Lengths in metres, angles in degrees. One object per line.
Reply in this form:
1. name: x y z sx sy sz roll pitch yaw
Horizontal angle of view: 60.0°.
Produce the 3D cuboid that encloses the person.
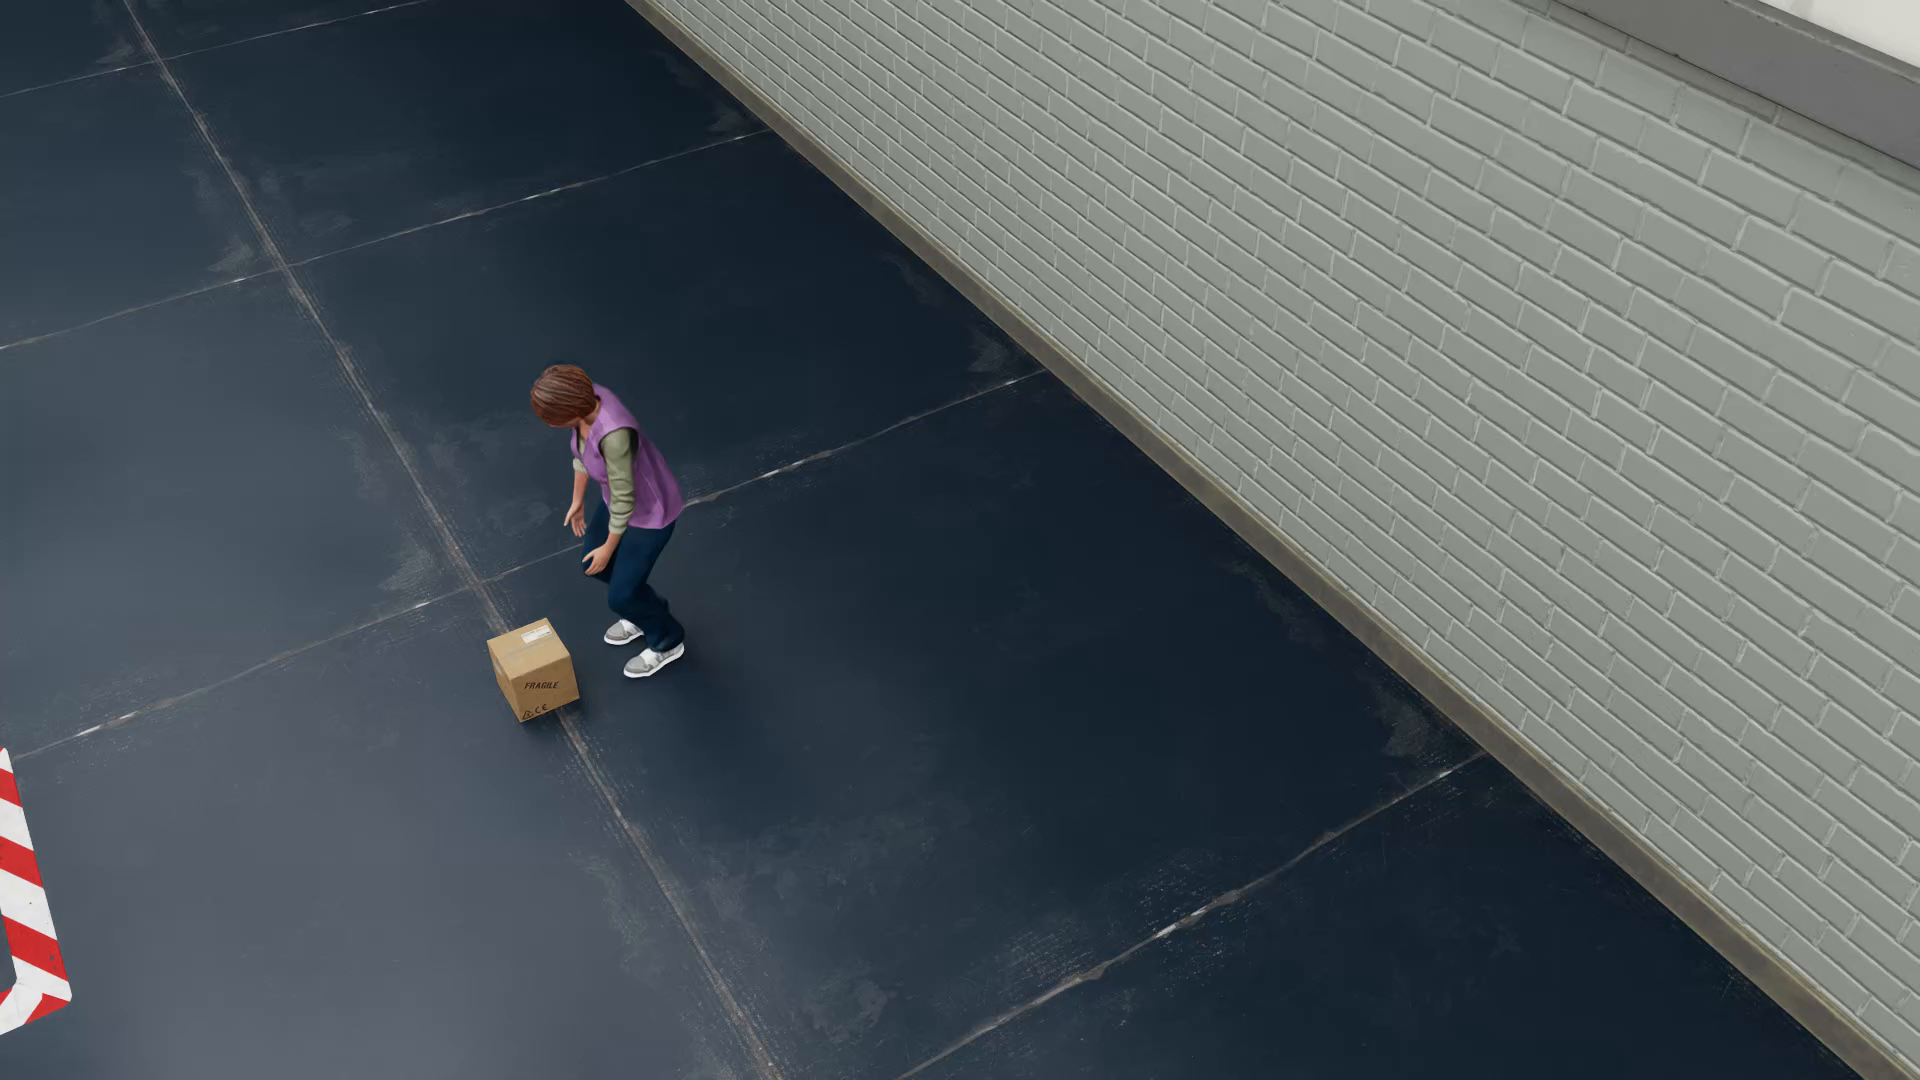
1. person: -5.091 -2.961 8.325 3.464 3.201 10.164 -22 46 -23
